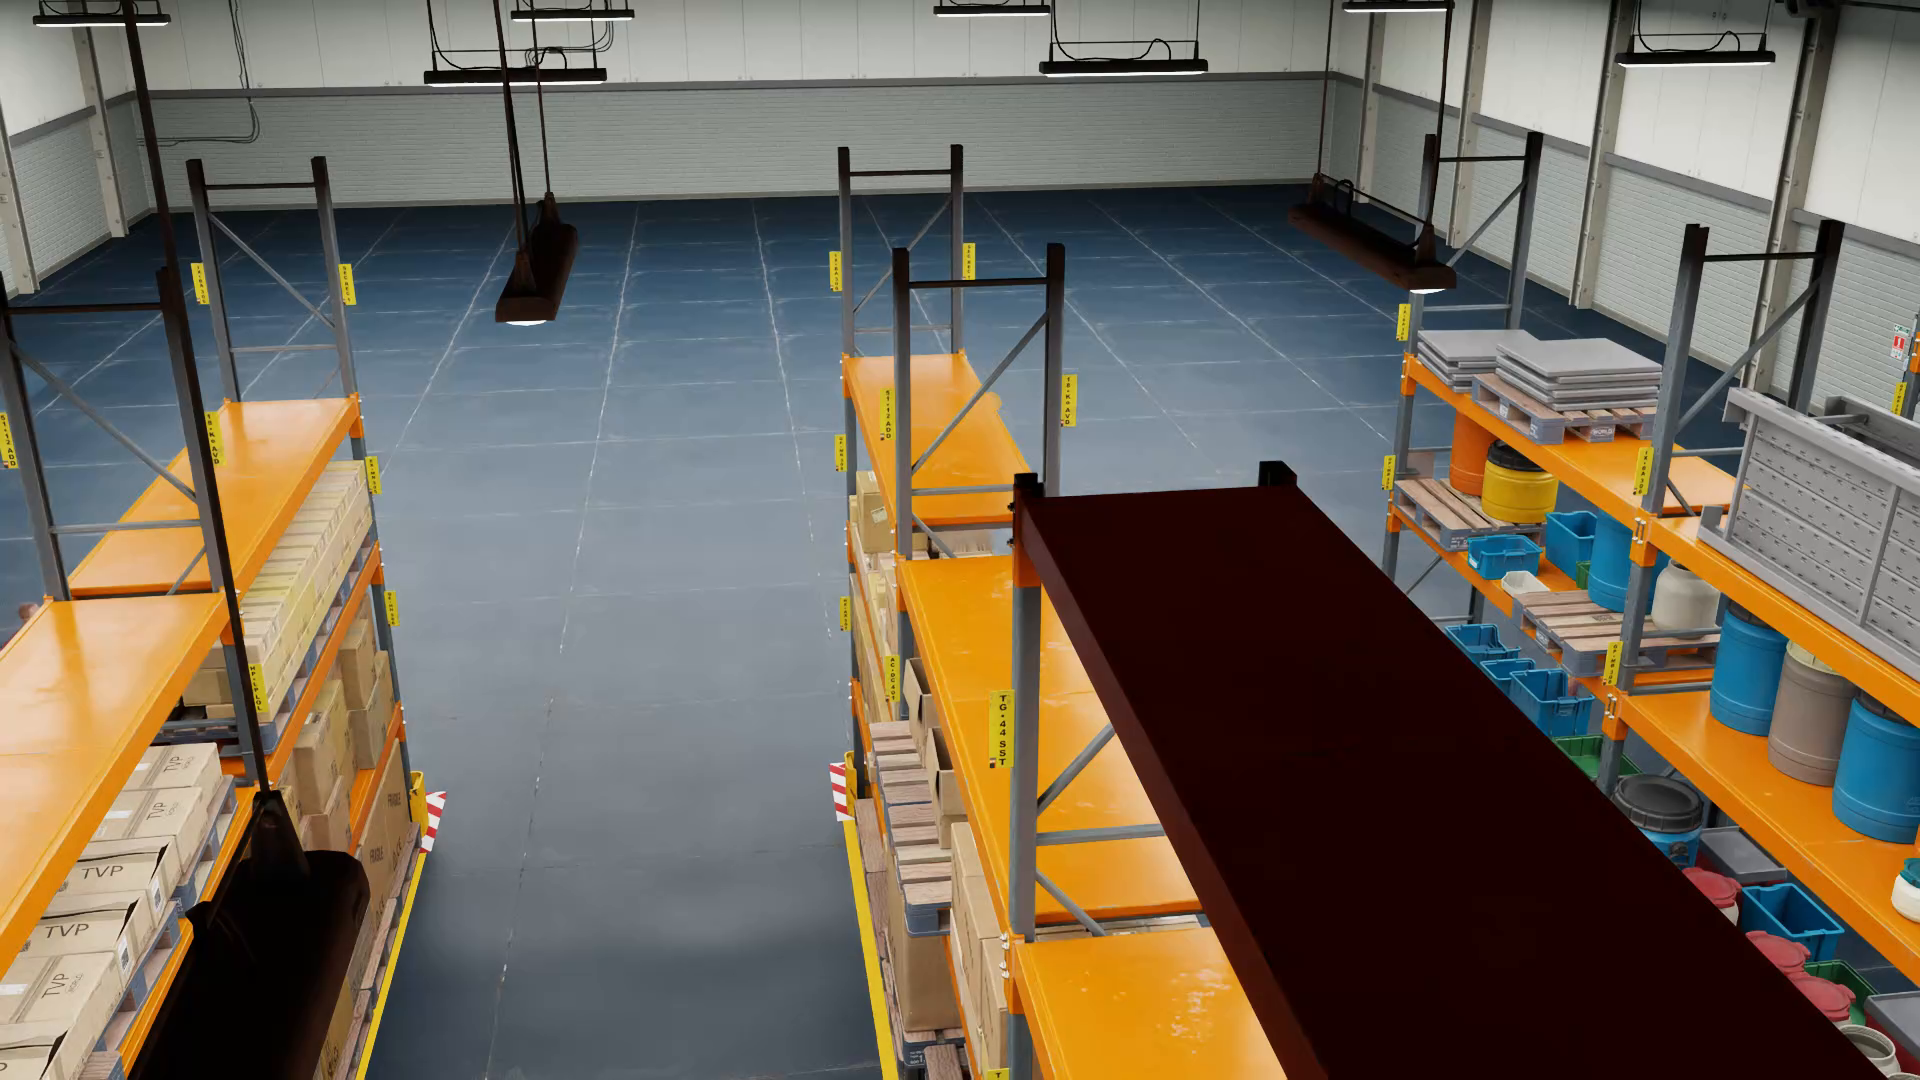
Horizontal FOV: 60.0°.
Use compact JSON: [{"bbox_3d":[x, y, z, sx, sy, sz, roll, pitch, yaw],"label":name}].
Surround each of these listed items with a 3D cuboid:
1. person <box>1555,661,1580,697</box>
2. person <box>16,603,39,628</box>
[{"bbox_3d":[5.907,1.301,16.162,0.417,1.703,0.547,9,23,22],"label":"person"},{"bbox_3d":[-8.709,1.369,15.854,0.803,1.699,0.534,-10,24,-23],"label":"person"}]
